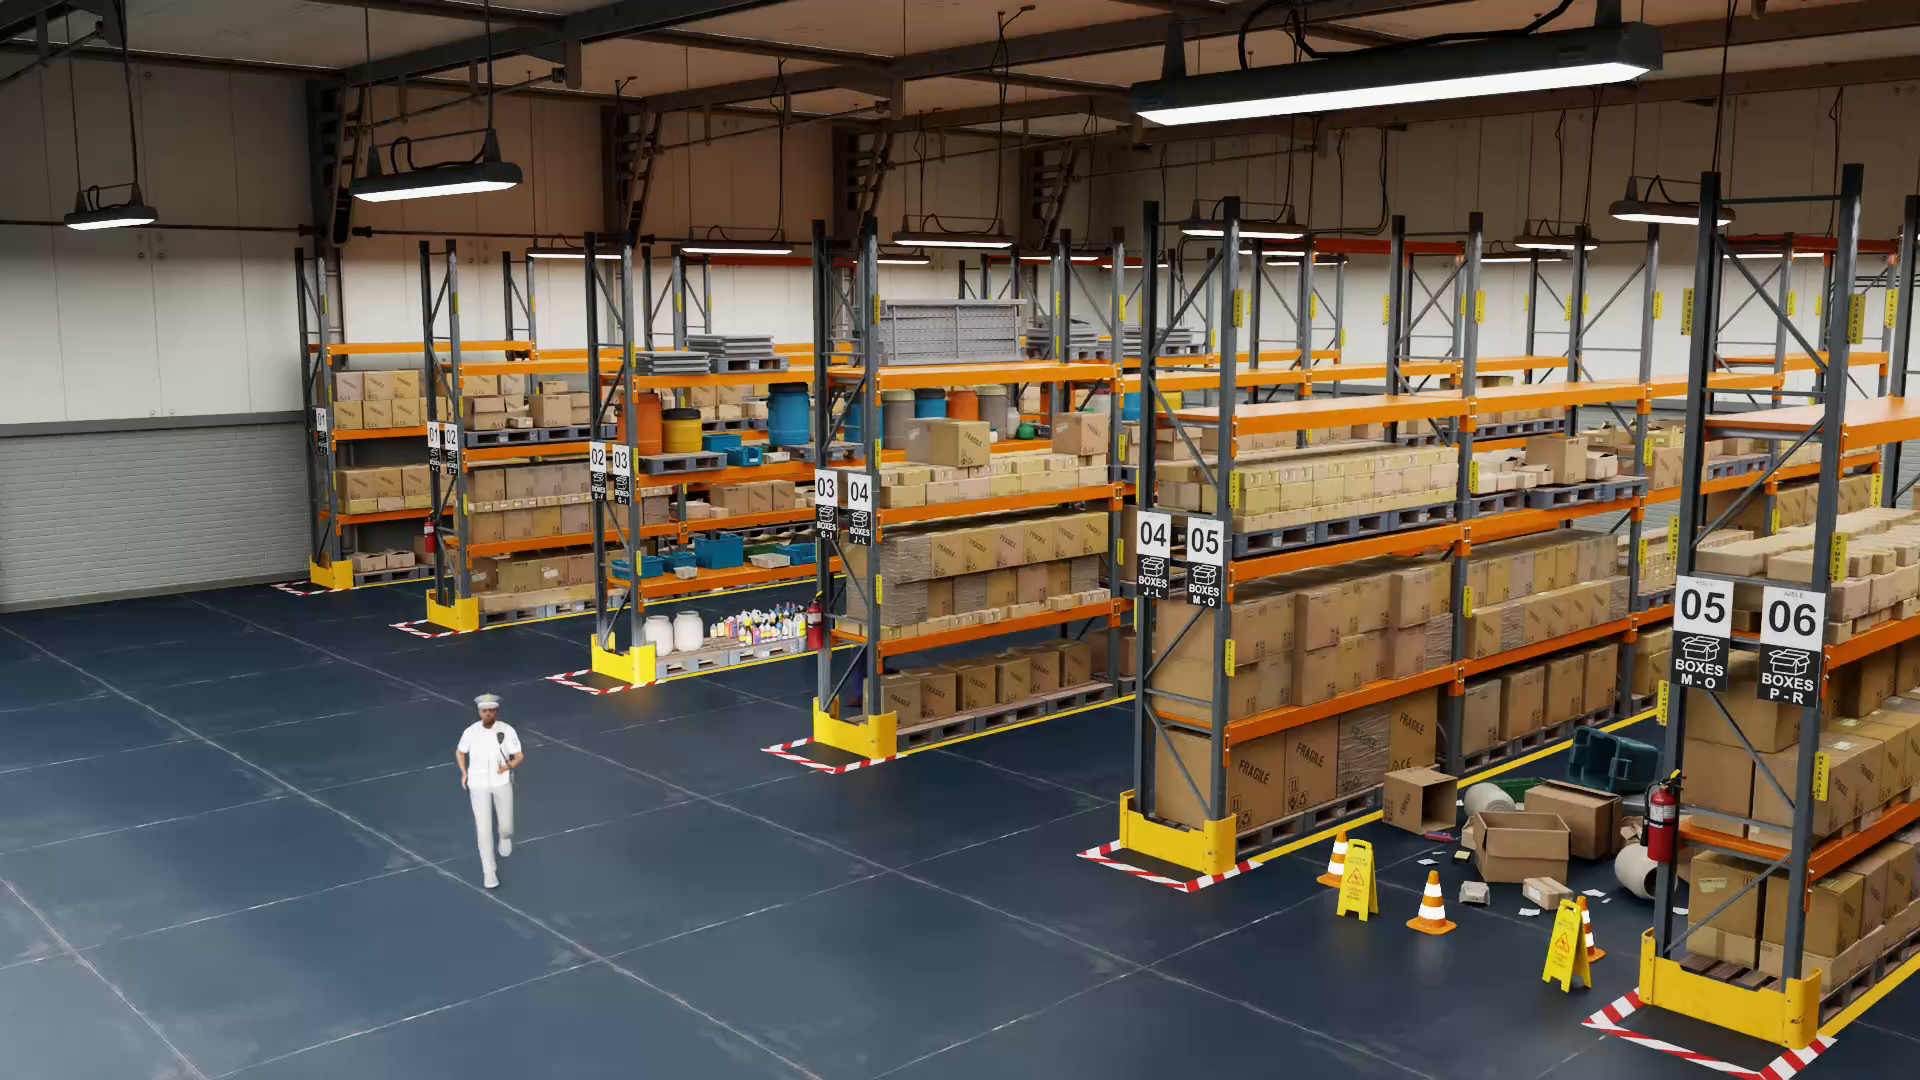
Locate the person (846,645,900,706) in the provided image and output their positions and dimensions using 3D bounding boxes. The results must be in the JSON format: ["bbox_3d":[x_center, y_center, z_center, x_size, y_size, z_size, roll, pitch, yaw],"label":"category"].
[{"bbox_3d":[-1.115,1.268,21.158,0.619,1.613,0.843,8,12,44],"label":"person"}]

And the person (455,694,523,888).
[{"bbox_3d":[-4.190,2.176,14.836,0.588,1.668,0.828,-2,9,-14],"label":"person"}]

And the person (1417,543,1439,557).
[{"bbox_3d":[6.654,0.803,23.754,0.639,1.740,0.643,7,11,38],"label":"person"}]
